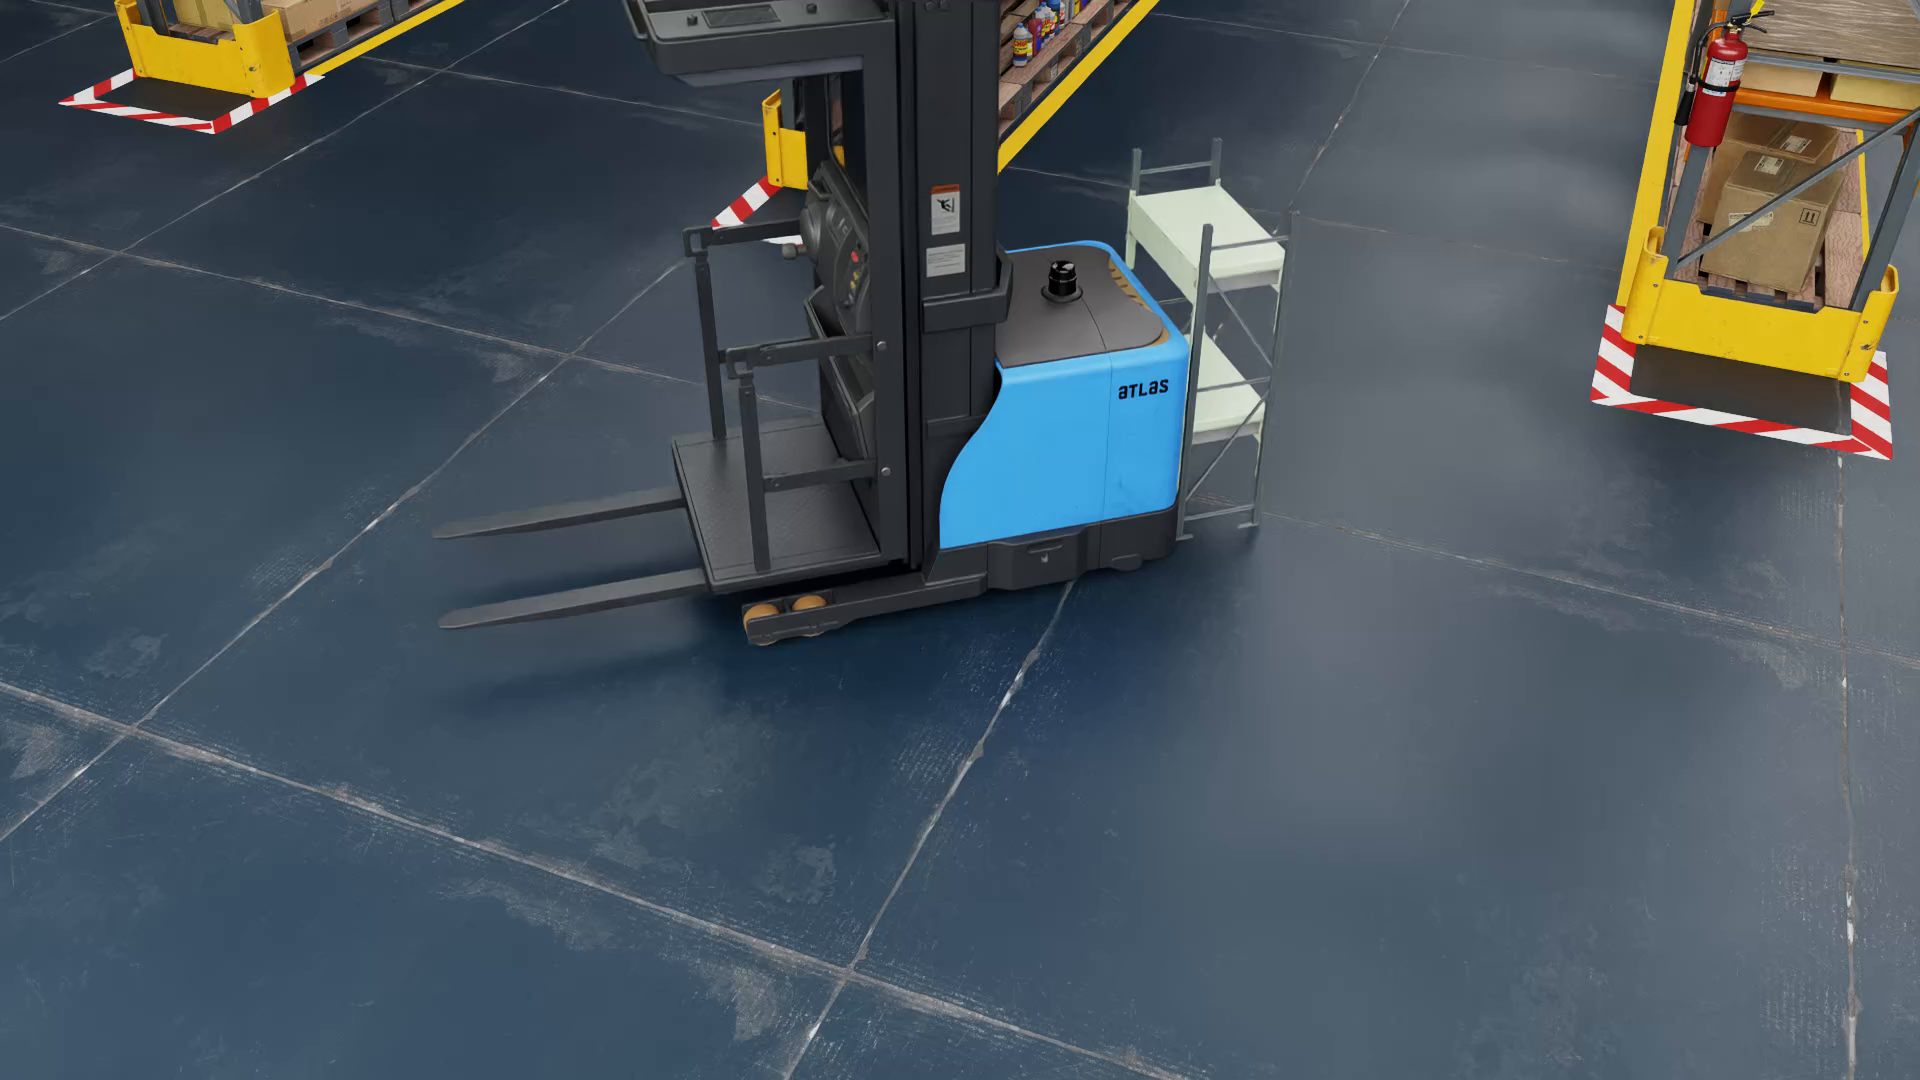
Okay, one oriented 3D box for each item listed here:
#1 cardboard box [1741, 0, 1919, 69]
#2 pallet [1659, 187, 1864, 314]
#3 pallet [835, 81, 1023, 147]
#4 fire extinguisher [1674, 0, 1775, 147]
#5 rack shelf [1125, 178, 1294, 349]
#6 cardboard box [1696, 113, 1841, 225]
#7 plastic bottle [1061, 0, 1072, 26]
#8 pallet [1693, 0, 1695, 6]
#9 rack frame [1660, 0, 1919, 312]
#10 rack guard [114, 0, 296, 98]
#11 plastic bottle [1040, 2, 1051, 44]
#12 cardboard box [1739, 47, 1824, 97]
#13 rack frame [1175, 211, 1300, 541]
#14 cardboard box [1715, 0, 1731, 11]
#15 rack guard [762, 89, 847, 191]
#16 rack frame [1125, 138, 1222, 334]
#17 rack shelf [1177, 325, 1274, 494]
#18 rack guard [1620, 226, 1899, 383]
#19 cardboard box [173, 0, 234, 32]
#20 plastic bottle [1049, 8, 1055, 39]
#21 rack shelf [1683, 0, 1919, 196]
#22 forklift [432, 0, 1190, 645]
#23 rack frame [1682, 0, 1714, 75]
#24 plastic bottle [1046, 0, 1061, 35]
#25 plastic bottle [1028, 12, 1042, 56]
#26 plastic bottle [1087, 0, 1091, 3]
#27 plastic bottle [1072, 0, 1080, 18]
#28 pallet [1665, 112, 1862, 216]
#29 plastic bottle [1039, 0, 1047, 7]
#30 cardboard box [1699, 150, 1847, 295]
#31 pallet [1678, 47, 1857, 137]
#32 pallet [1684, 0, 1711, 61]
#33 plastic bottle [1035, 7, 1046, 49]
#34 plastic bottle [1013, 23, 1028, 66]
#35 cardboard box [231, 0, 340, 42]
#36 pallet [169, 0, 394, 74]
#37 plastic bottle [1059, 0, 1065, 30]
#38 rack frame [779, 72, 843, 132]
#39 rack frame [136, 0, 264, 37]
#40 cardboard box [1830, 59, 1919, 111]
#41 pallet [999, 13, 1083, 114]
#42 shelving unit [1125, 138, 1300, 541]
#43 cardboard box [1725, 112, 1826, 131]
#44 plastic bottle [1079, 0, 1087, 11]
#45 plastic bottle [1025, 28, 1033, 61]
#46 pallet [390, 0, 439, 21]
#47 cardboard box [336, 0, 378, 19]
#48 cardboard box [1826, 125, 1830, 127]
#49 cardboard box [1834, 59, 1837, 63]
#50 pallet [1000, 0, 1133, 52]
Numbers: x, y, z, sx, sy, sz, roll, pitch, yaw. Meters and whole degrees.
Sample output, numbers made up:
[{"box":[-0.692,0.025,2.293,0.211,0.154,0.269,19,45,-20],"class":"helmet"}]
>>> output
[{"box":[4.239,-2.618,7.915,0.875,0.500,0.500,14,39,18],"class":"cardboard box"},{"box":[4.375,-1.528,9.117,1.003,0.211,1.213,14,39,18],"class":"pallet"},{"box":[-0.277,-2.673,10.650,1.003,0.211,1.213,14,39,18],"class":"pallet"},{"box":[3.534,-2.171,7.714,0.296,0.674,0.183,14,39,18],"class":"fire extinguisher"},{"box":[1.017,-1.158,6.895,0.431,0.370,0.720,-10,38,-14],"class":"rack shelf"},{"box":[4.453,-2.008,9.169,0.500,0.500,0.500,25,43,29],"class":"cardboard box"},{"box":[0.706,-3.792,11.726,0.152,0.276,0.135,15,39,19],"class":"plastic bottle"},{"box":[6.284,-4.368,12.917,1.003,0.211,1.213,14,39,18],"class":"pallet"},{"box":[4.004,-2.161,7.635,1.000,3.000,0.127,14,39,18],"class":"rack frame"},{"box":[-5.165,-3.405,11.388,1.175,0.500,0.348,14,39,18],"class":"rack guard"},{"box":[0.570,-3.550,11.406,0.097,0.271,0.097,0,37,0],"class":"plastic bottle"},{"box":[3.922,-2.265,7.985,0.380,0.149,0.250,14,39,18],"class":"cardboard box"},{"box":[1.124,-0.636,6.848,0.400,1.500,0.023,-10,38,-14],"class":"rack frame"},{"box":[4.318,-2.922,8.322,0.875,0.500,0.500,14,39,18],"class":"cardboard box"},{"box":[-0.591,-2.341,9.964,1.175,0.500,0.348,14,39,18],"class":"rack guard"},{"box":[0.910,-1.055,7.409,0.400,1.500,0.023,-10,38,-14],"class":"rack frame"},{"box":[1.017,-0.585,7.324,0.431,0.370,0.720,-10,38,-14],"class":"rack shelf"},{"box":[4.033,-1.202,8.440,1.175,0.500,0.348,14,39,18],"class":"rack guard"},{"box":[-5.225,-3.850,11.842,0.500,0.250,0.500,14,39,18],"class":"cardboard box"},{"box":[0.608,-3.577,11.500,0.097,0.201,0.097,0,37,0],"class":"plastic bottle"},{"box":[4.765,-2.980,9.332,1.077,0.370,4.000,14,39,18],"class":"rack shelf"},{"box":[-0.657,-1.105,6.280,3.031,2.935,1.130,-10,38,-13],"class":"forklift"},{"box":[5.526,-4.375,10.598,1.000,3.000,0.127,14,39,18],"class":"rack frame"},{"box":[0.647,-3.663,11.556,0.097,0.271,0.097,0,37,0],"class":"plastic bottle"},{"box":[0.505,-3.431,11.236,0.061,0.283,0.133,14,39,18],"class":"plastic bottle"},{"box":[0.894,-4.090,12.062,0.144,0.351,0.185,12,38,15],"class":"plastic bottle"},{"box":[0.771,-3.912,11.823,0.144,0.351,0.185,14,39,17],"class":"plastic bottle"},{"box":[4.841,-2.201,10.018,1.003,0.211,1.213,14,39,18],"class":"pallet"},{"box":[0.607,-3.819,11.756,0.061,0.283,0.133,14,39,18],"class":"plastic bottle"},{"box":[4.257,-1.670,8.715,0.500,0.500,0.500,21,42,26],"class":"cardboard box"},{"box":[5.303,-2.879,10.925,1.003,0.211,1.213,14,39,18],"class":"pallet"},{"box":[5.821,-3.690,12.010,1.003,0.211,1.213,14,39,18],"class":"pallet"},{"box":[0.532,-3.495,11.332,0.097,0.271,0.097,0,37,0],"class":"plastic bottle"},{"box":[0.402,-3.305,11.078,0.097,0.271,0.097,0,37,0],"class":"plastic bottle"},{"box":[-4.746,-3.732,11.684,0.500,0.250,0.500,14,39,18],"class":"cardboard box"},{"box":[-4.903,-3.735,12.071,1.003,0.211,1.213,14,39,18],"class":"pallet"},{"box":[0.686,-3.691,11.652,0.097,0.201,0.097,0,37,0],"class":"plastic bottle"},{"box":[-0.576,-3.289,9.145,1.000,3.000,0.127,14,39,18],"class":"rack frame"},{"box":[-5.156,-4.419,10.657,1.000,3.000,0.127,14,39,18],"class":"rack frame"},{"box":[4.333,-2.164,7.849,0.380,0.149,0.250,14,39,18],"class":"cardboard box"},{"box":[0.189,-3.347,11.551,1.003,0.211,1.213,14,39,18],"class":"pallet"},{"box":[1.017,-0.846,7.129,0.431,1.500,0.755,-10,38,-14],"class":"shelving unit"},{"box":[4.709,-2.351,9.627,0.500,0.500,0.500,18,40,22],"class":"cardboard box"},{"box":[0.871,-3.964,11.949,0.061,0.283,0.133,16,40,21],"class":"plastic bottle"},{"box":[0.441,-3.334,11.176,0.097,0.201,0.097,0,37,0],"class":"plastic bottle"},{"box":[-4.438,-4.409,12.972,1.003,0.211,1.213,14,39,18],"class":"pallet"},{"box":[-4.559,-4.010,12.056,0.500,0.250,0.500,14,39,18],"class":"cardboard box"},{"box":[4.962,-2.649,10.026,0.500,0.500,0.500,11,38,14],"class":"cardboard box"},{"box":[4.446,-2.298,8.028,0.380,0.149,0.250,14,39,18],"class":"cardboard box"},{"box":[0.652,-4.024,12.458,1.003,0.211,1.213,14,39,18],"class":"pallet"}]
